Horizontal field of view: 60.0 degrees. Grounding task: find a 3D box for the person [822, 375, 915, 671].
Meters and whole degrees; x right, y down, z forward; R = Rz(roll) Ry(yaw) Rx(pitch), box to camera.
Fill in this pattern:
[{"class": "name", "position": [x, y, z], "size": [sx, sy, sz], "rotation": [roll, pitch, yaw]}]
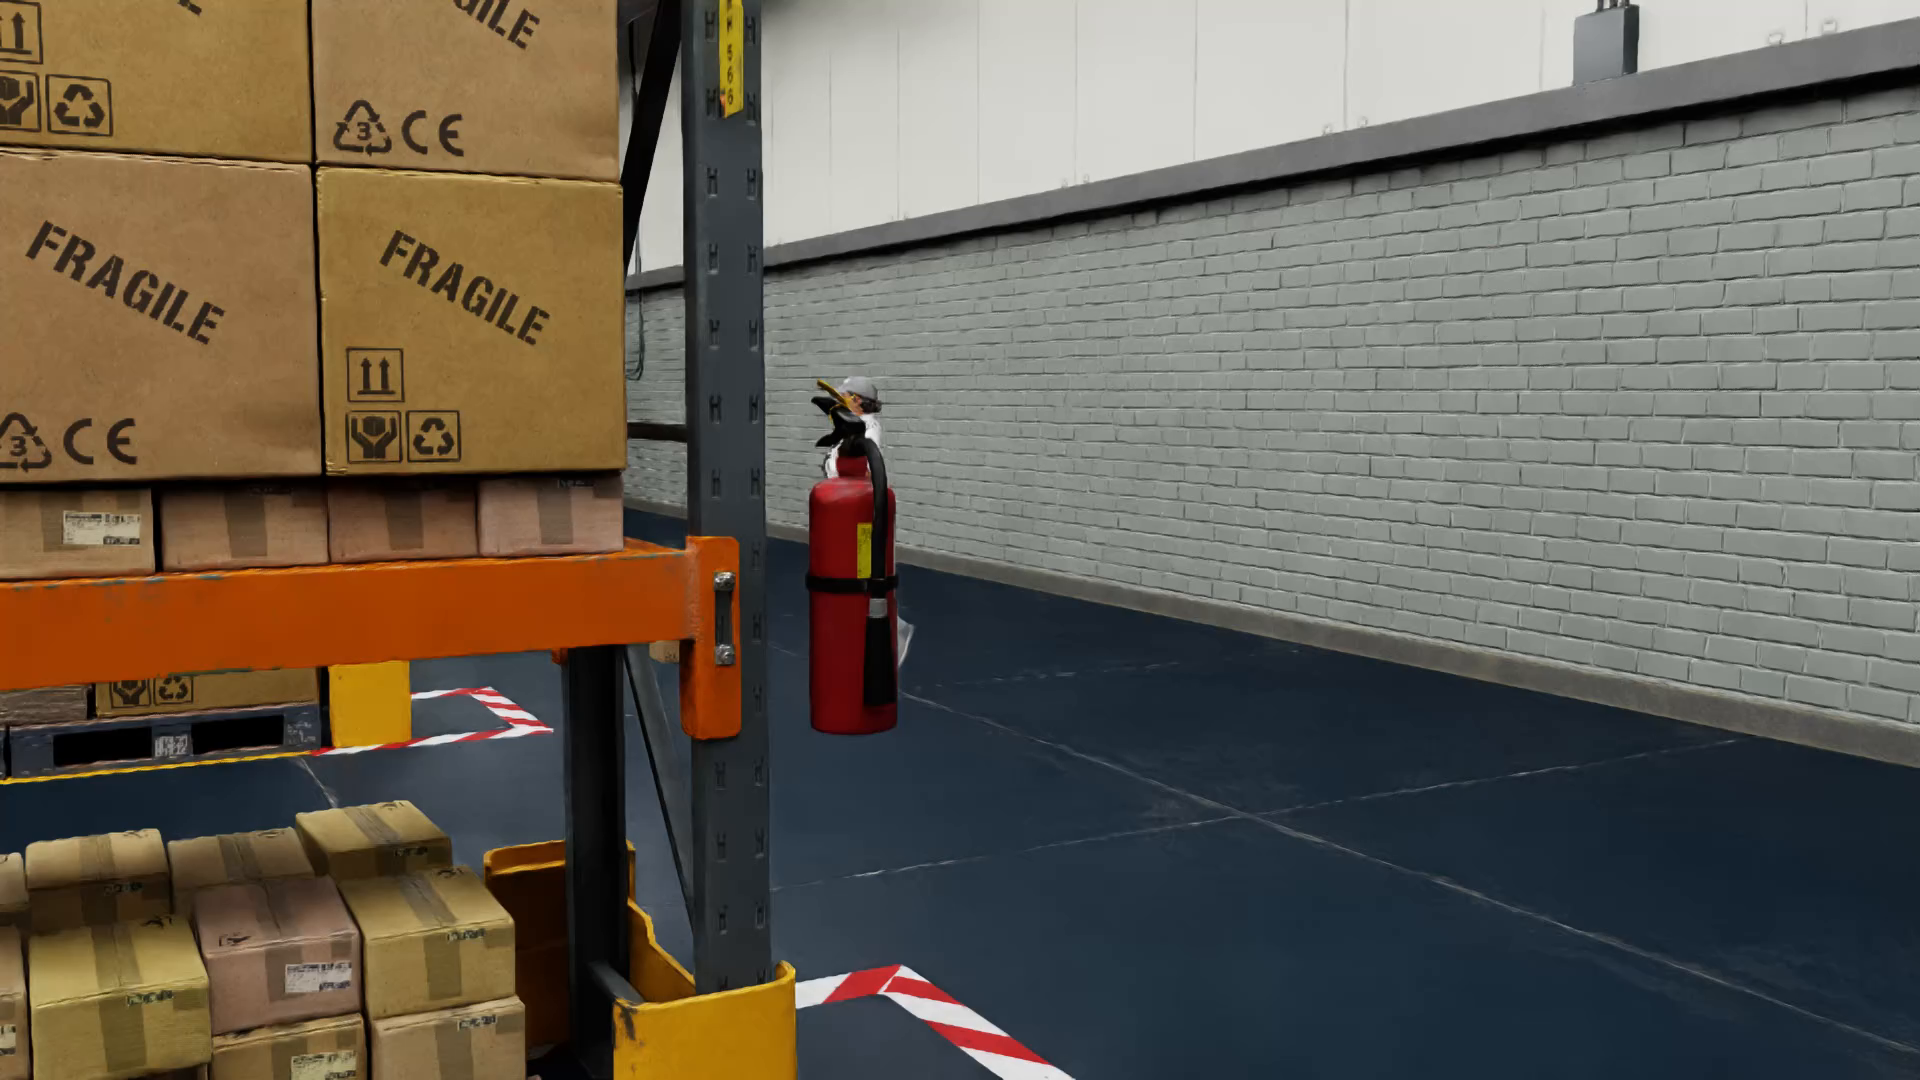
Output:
[{"class": "person", "position": [-0.548, -0.079, 9.149], "size": [0.494, 1.650, 0.527], "rotation": [0, 5, -4]}]
